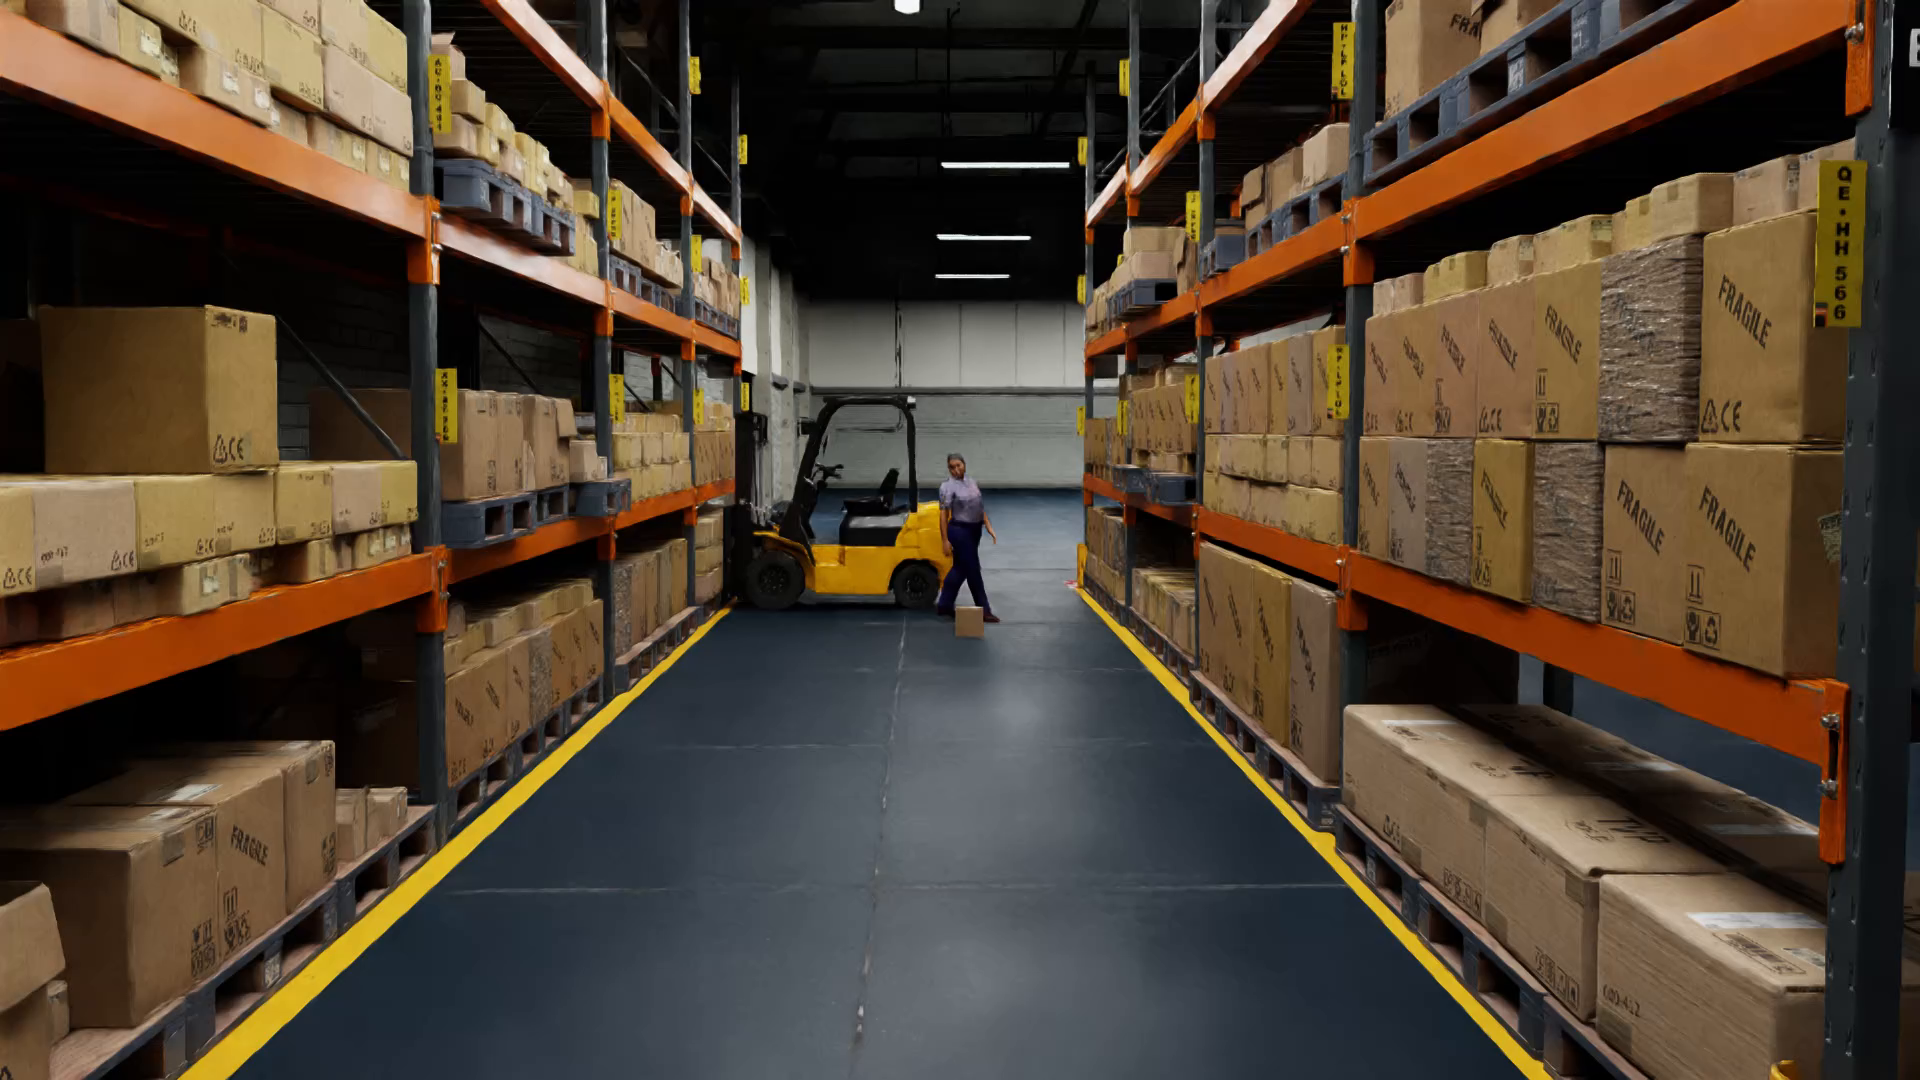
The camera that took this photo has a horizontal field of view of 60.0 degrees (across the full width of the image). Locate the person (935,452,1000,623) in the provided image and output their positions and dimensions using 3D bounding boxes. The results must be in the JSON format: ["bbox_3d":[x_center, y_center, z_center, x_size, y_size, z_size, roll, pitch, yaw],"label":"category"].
[{"bbox_3d":[0.060,-0.029,15.805,0.681,1.617,0.528,2,4,24],"label":"person"}]
